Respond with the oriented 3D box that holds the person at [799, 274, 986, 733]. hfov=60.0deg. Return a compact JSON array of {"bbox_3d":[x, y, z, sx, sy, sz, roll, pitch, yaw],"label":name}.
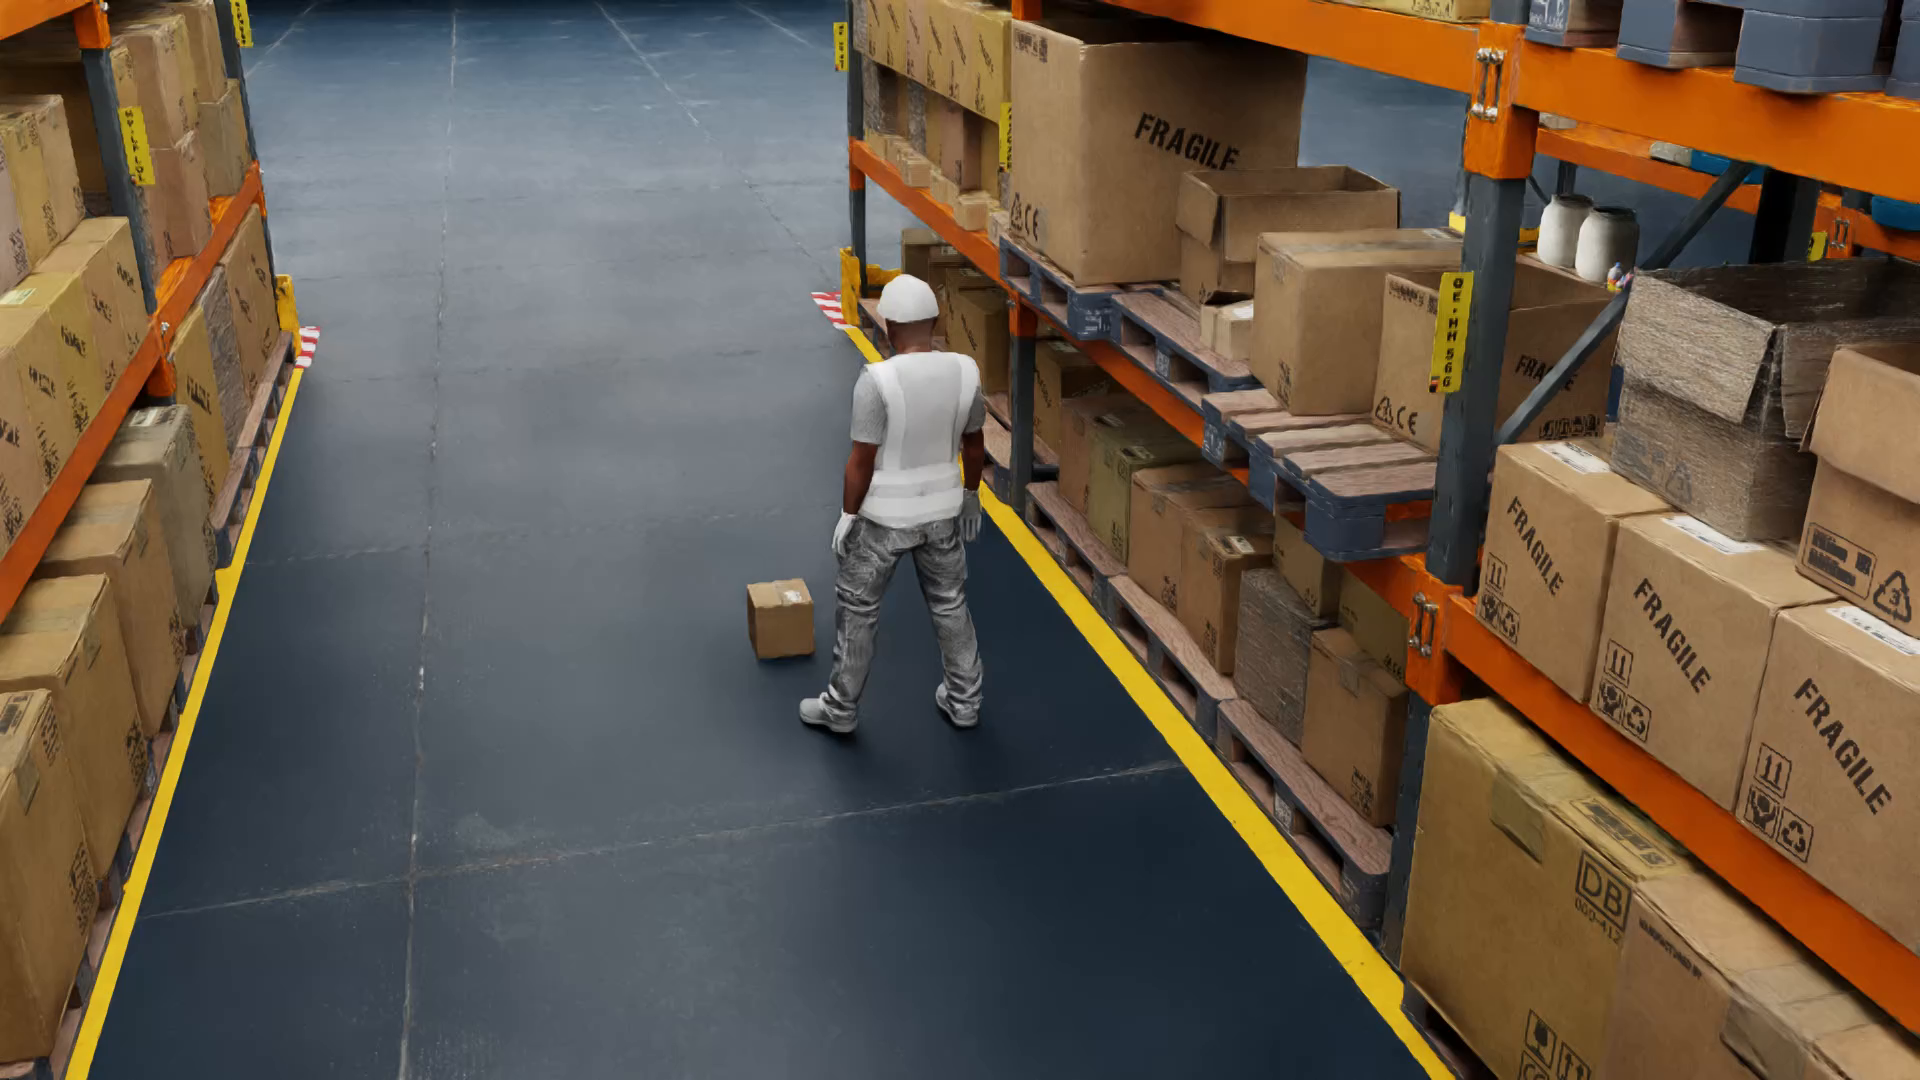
[{"bbox_3d":[-0.242,-0.123,6.310,0.693,1.780,0.523,-15,27,-32],"label":"person"}]
